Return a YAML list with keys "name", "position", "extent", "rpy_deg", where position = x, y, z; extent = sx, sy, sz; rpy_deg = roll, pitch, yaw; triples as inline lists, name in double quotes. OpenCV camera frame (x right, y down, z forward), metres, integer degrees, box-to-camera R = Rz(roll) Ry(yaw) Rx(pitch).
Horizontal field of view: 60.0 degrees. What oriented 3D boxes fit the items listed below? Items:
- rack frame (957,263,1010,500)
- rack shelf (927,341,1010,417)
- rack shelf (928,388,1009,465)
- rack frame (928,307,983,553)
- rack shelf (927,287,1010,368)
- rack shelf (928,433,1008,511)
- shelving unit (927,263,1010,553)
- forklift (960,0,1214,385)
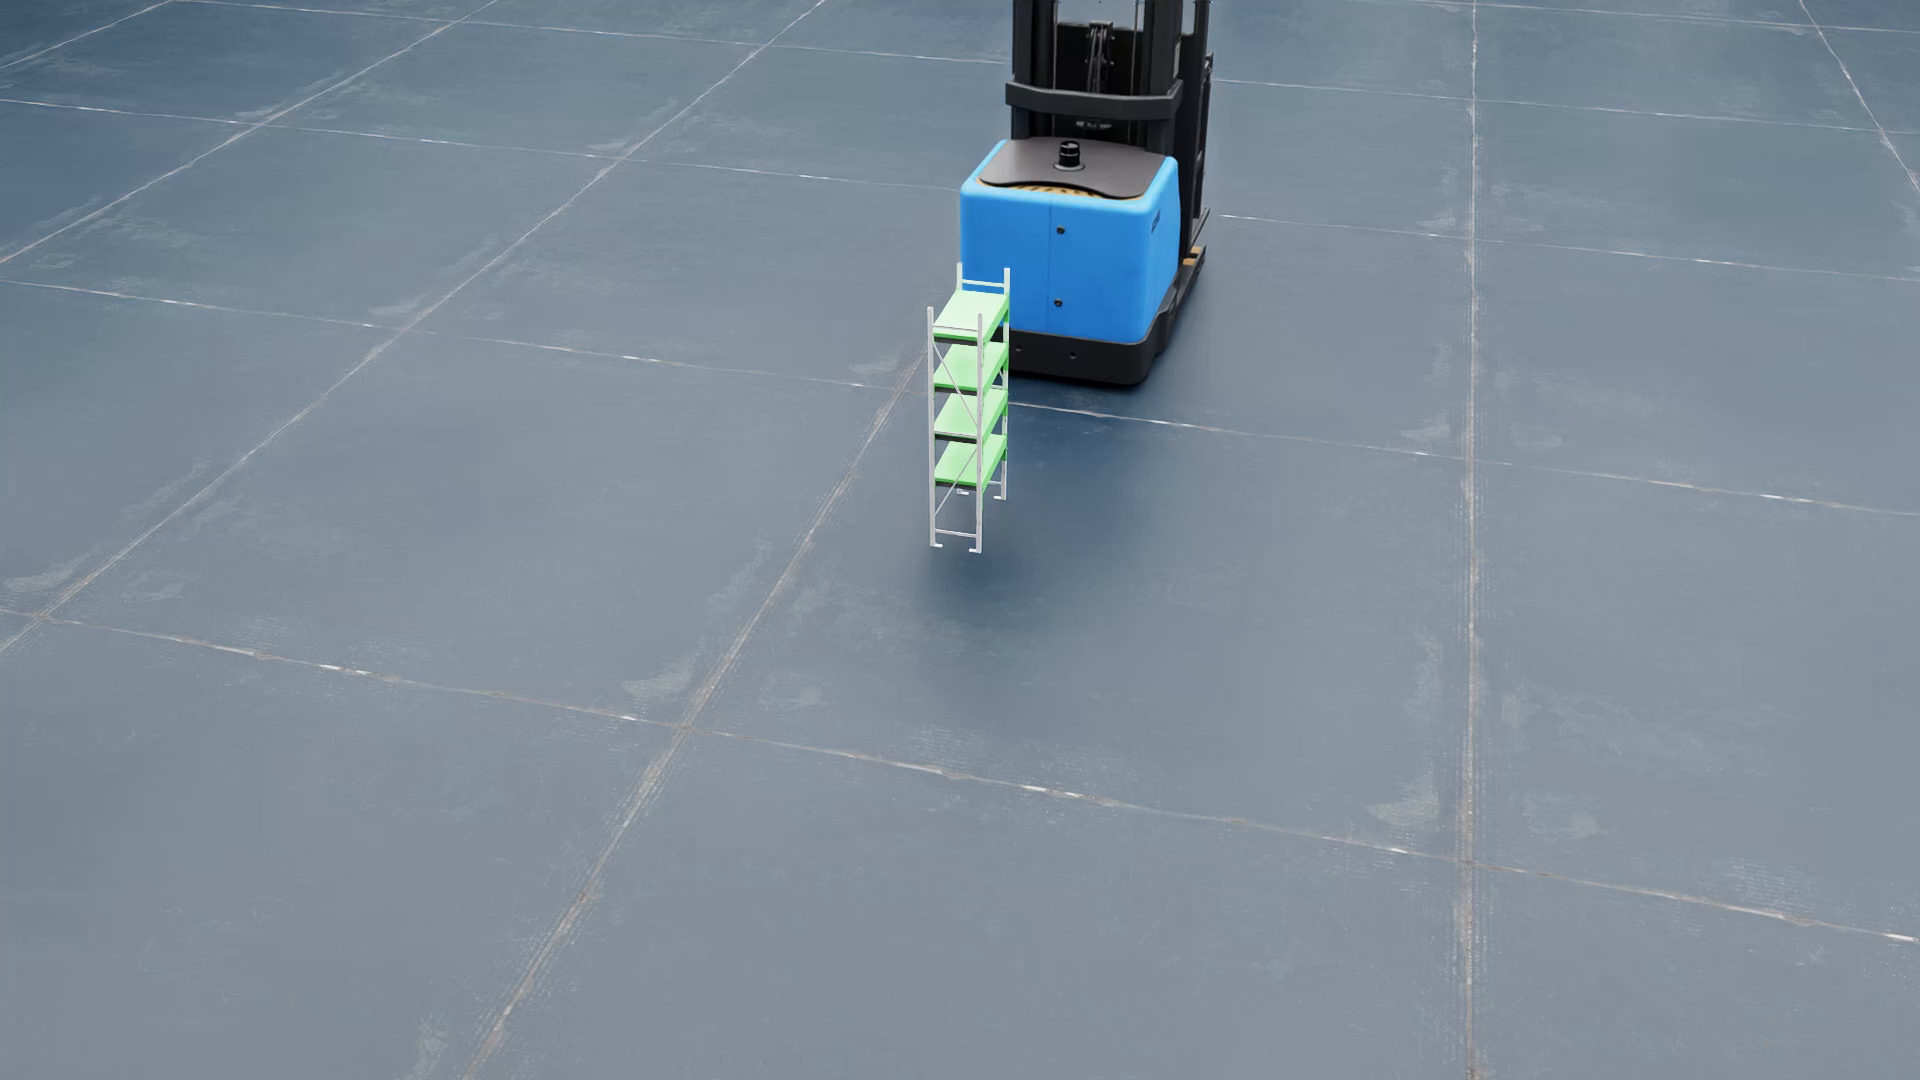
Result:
- name: "rack frame"
  position: [0.104, -0.719, 7.762]
  extent: [0.240, 1.200, 0.015]
  rpy_deg: [8, 33, 12]
- name: "rack shelf"
  position: [0.042, -0.741, 7.469]
  extent: [0.258, 0.148, 0.480]
  rpy_deg: [8, 33, 12]
- name: "rack shelf"
  position: [0.042, -0.538, 7.597]
  extent: [0.258, 0.148, 0.480]
  rpy_deg: [8, 33, 12]
- name: "rack frame"
  position: [-0.020, -0.466, 7.364]
  extent: [0.240, 1.200, 0.015]
  rpy_deg: [8, 33, 12]
- name: "rack shelf"
  position: [0.042, -0.943, 7.340]
  extent: [0.258, 0.148, 0.480]
  rpy_deg: [8, 33, 12]
- name: "rack shelf"
  position: [0.042, -0.336, 7.726]
  extent: [0.258, 0.148, 0.480]
  rpy_deg: [8, 33, 12]
- name: "shelving unit"
  position: [0.042, -0.592, 7.563]
  extent: [0.258, 1.200, 0.503]
  rpy_deg: [8, 33, 12]
- name: "forklift"
  position: [0.901, -2.855, 9.508]
  extent: [1.130, 2.935, 3.031]
  rpy_deg: [9, 34, 14]
